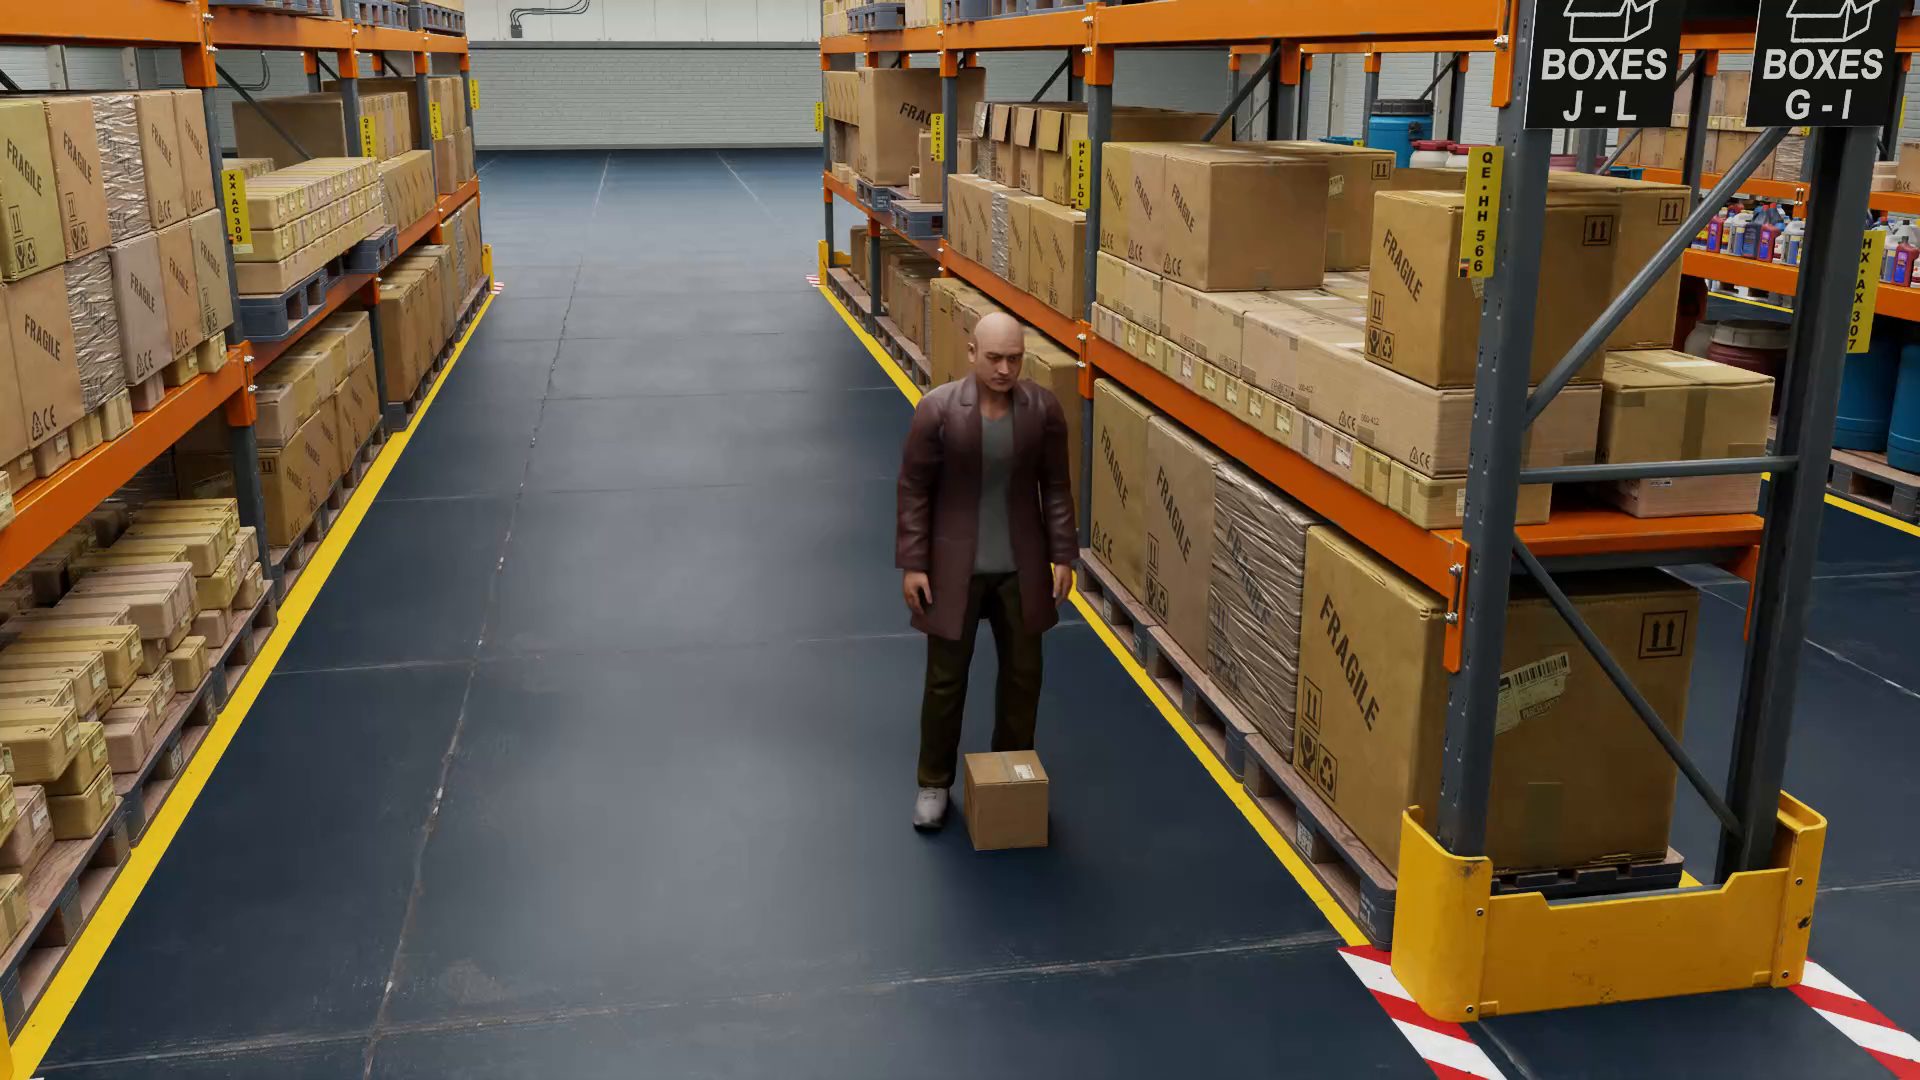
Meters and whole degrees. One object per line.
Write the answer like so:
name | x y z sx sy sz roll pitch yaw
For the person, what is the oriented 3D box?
person | 0.096 0.095 5.732 0.651 1.774 0.420 -3 16 -11
